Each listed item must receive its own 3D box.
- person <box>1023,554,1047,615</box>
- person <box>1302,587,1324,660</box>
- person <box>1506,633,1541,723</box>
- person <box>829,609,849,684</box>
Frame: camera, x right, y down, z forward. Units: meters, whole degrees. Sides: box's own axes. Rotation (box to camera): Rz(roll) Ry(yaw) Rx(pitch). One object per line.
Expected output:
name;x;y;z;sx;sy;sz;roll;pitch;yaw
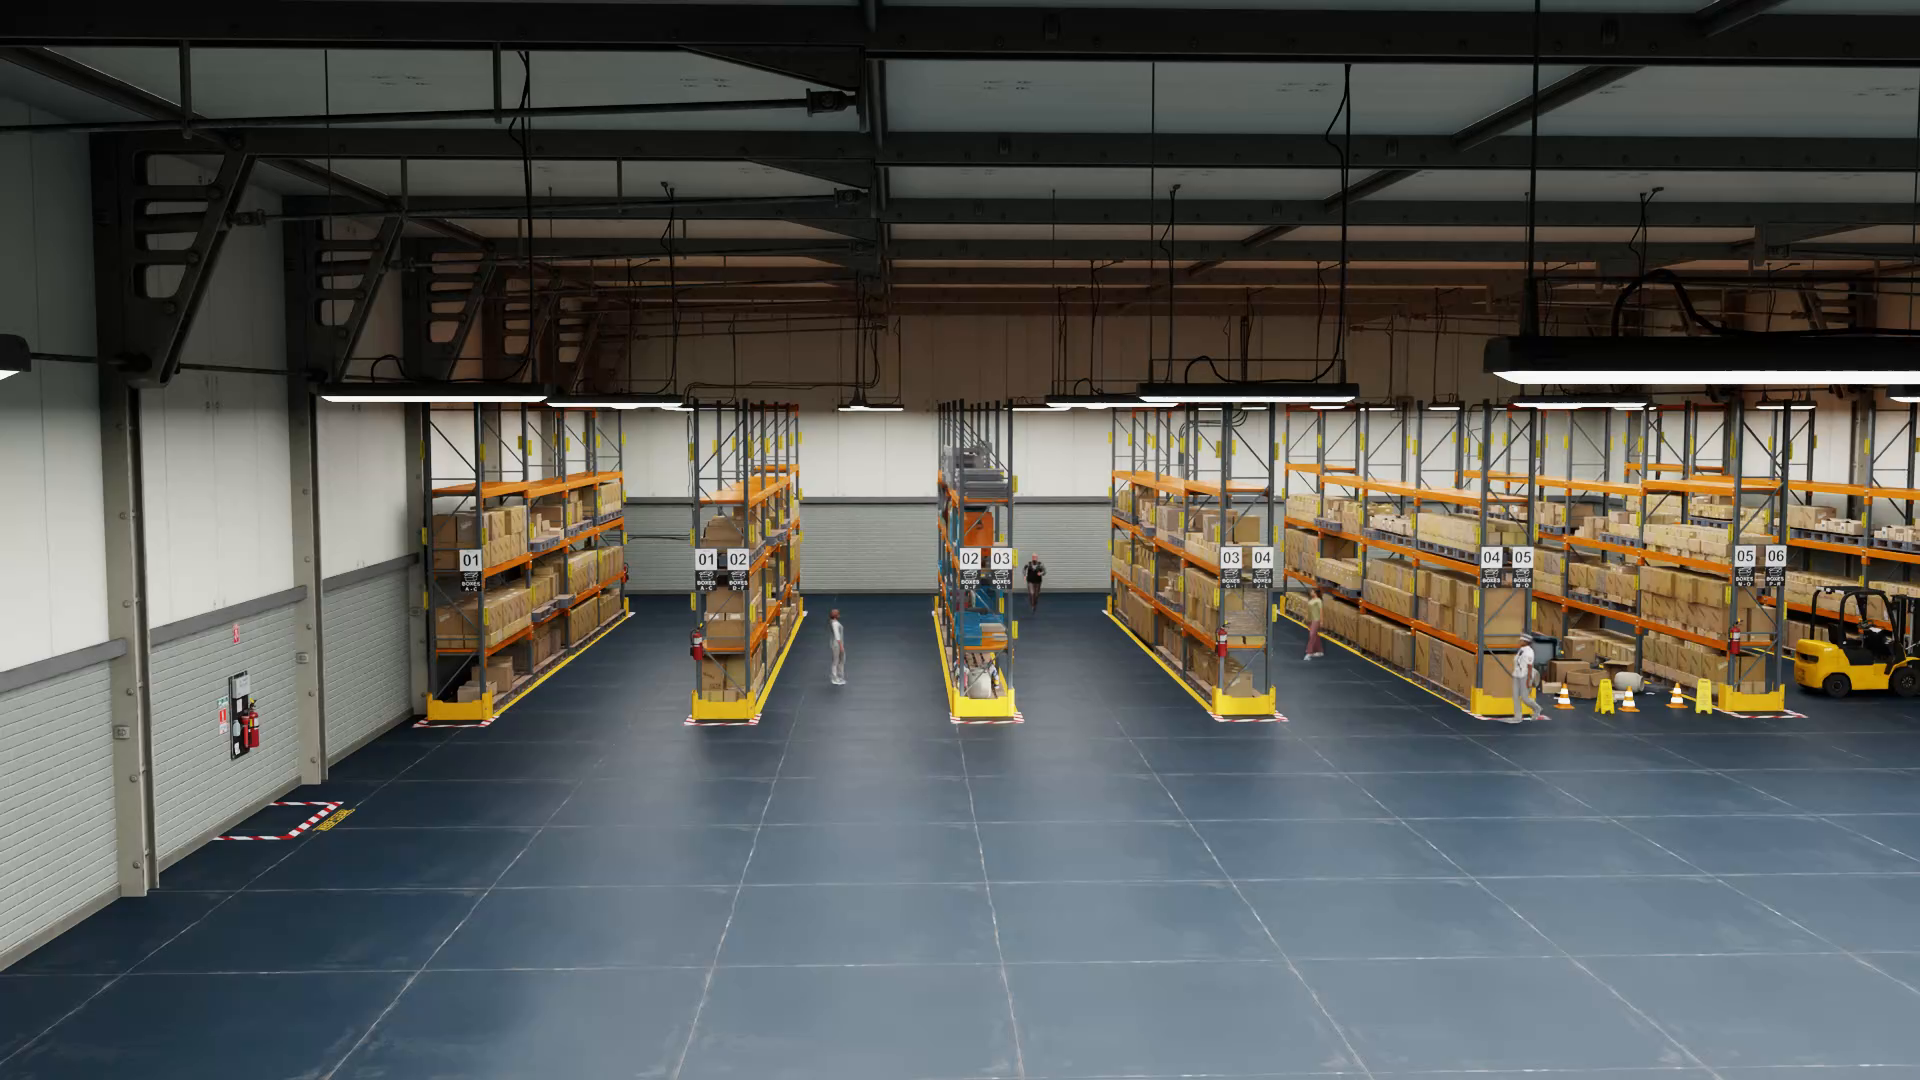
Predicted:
person;2.147;1.232;47.482;0.664;1.696;0.995;0;4;-5
person;8.257;1.937;38.959;0.747;1.687;0.520;-3;5;-33
person;10.422;2.545;30.665;0.594;1.678;0.455;-2;5;-26
person;-2.592;2.273;35.262;0.396;1.649;0.423;1;4;9
